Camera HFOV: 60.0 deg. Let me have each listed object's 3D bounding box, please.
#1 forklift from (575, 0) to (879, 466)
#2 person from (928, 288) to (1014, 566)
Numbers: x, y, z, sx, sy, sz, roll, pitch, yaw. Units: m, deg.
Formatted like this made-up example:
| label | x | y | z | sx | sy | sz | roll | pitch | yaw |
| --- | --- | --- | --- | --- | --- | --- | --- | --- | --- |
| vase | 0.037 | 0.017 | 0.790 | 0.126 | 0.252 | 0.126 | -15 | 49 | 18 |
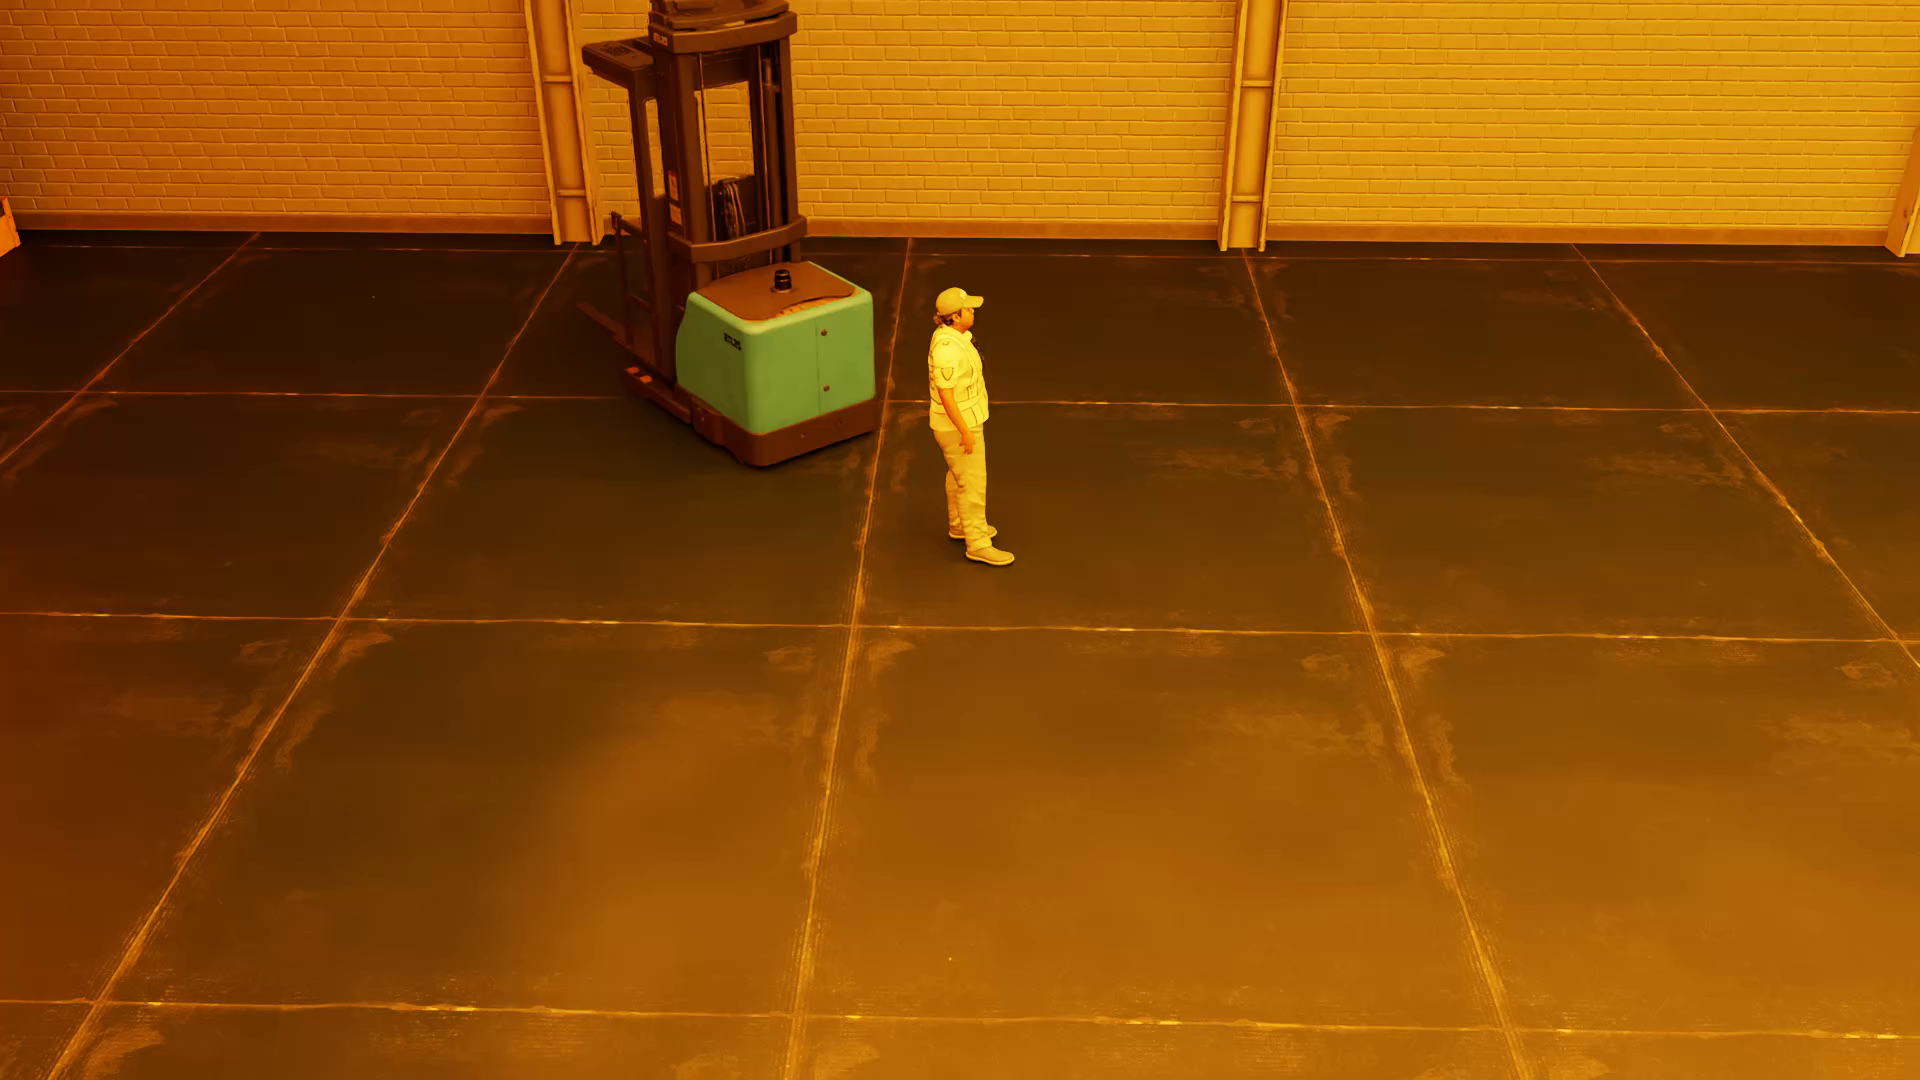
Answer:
| label | x | y | z | sx | sy | sz | roll | pitch | yaw |
| --- | --- | --- | --- | --- | --- | --- | --- | --- | --- |
| forklift | -1.874 | -2.446 | 11.762 | 1.130 | 2.935 | 3.031 | -22 | 37 | -32 |
| person | 0.076 | -0.711 | 10.052 | 0.529 | 1.670 | 0.598 | 1 | 31 | 1 |
